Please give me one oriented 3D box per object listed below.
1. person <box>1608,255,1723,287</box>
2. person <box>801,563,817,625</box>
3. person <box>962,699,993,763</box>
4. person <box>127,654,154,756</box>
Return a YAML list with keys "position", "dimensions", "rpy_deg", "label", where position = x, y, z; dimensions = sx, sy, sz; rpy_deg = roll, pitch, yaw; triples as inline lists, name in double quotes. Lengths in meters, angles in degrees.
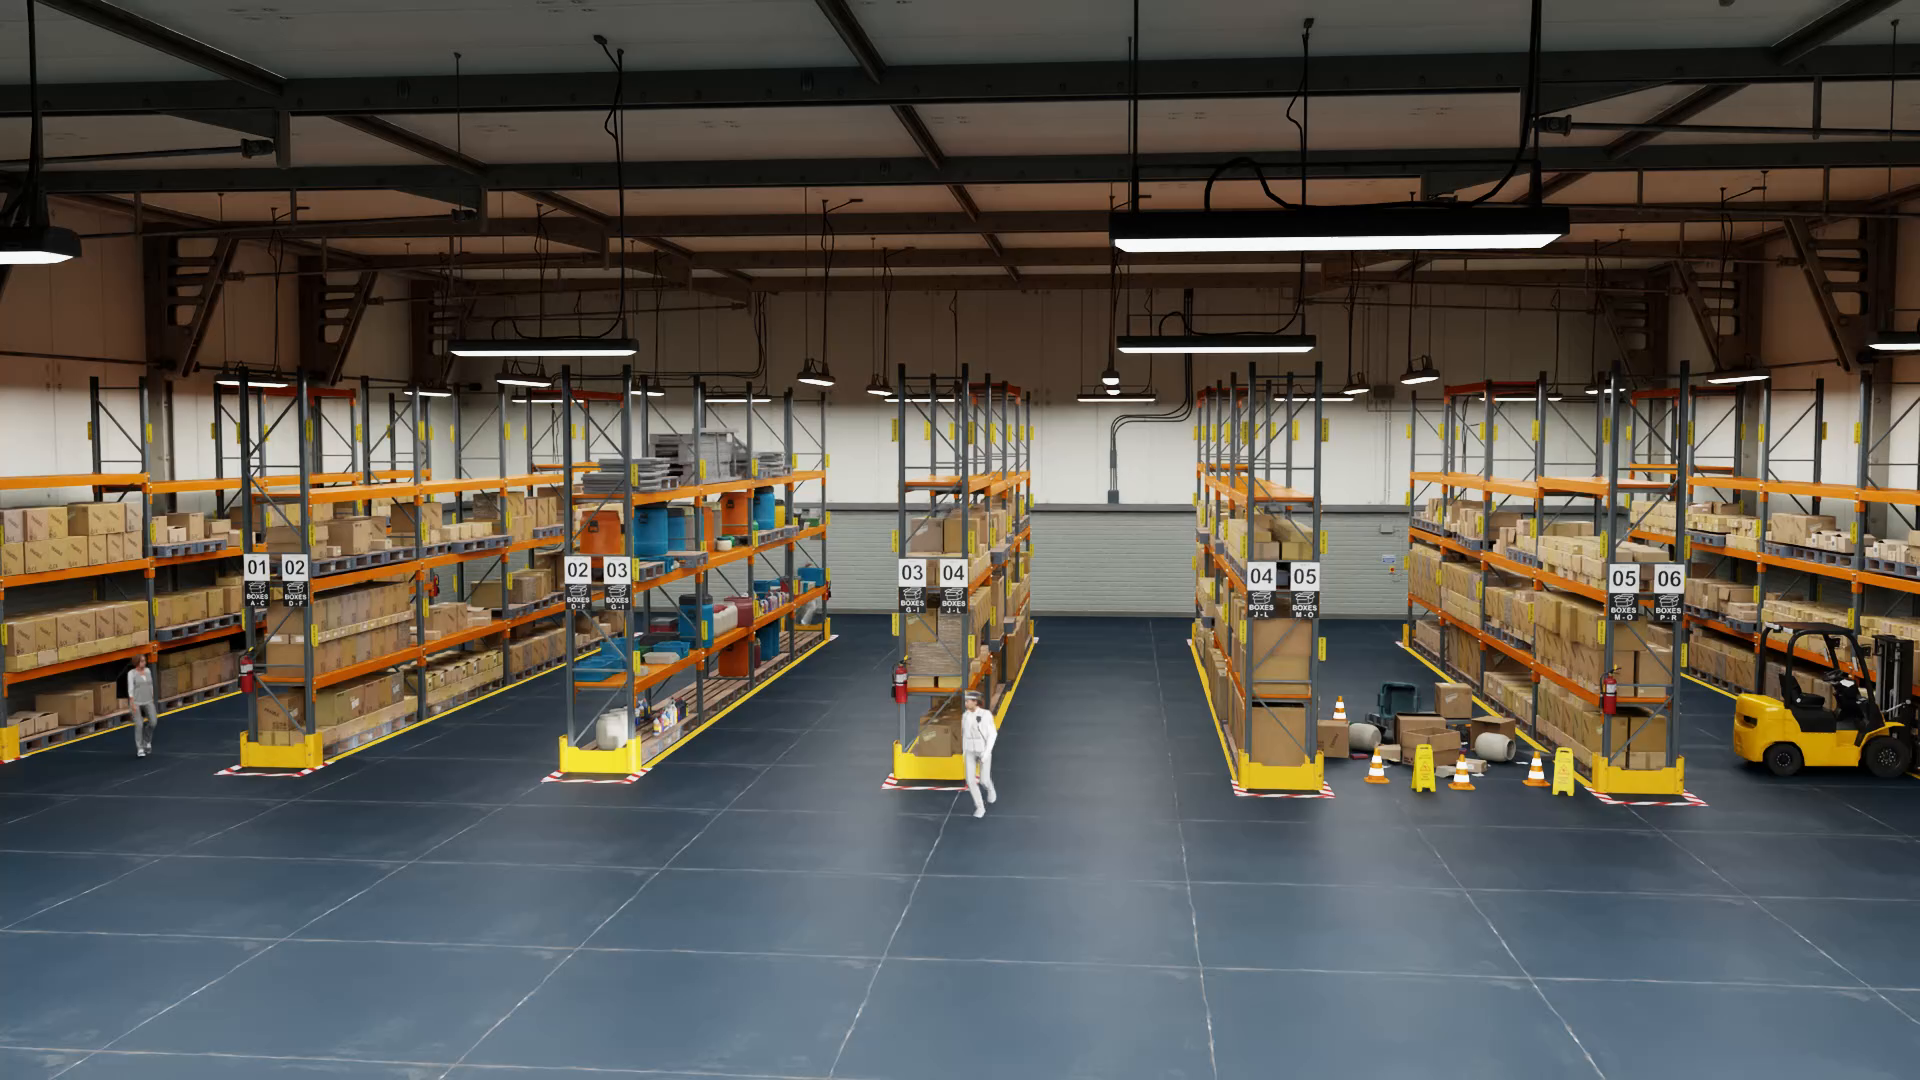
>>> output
- position: [16.291, -2.082, 39.831]
  dimensions: [6.645, 8.939, 7.295]
  rpy_deg: [3, 5, 43]
  label: "person"
- position: [-3.844, 1.426, 42.515]
  dimensions: [0.421, 1.669, 0.470]
  rpy_deg: [0, 4, 7]
  label: "person"
- position: [0.225, 2.472, 21.798]
  dimensions: [0.472, 0.969, 0.364]
  rpy_deg: [2, 4, 27]
  label: "person"
- position: [-12.647, 2.539, 25.676]
  dimensions: [0.395, 1.590, 0.397]
  rpy_deg: [-3, 5, -40]
  label: "person"
